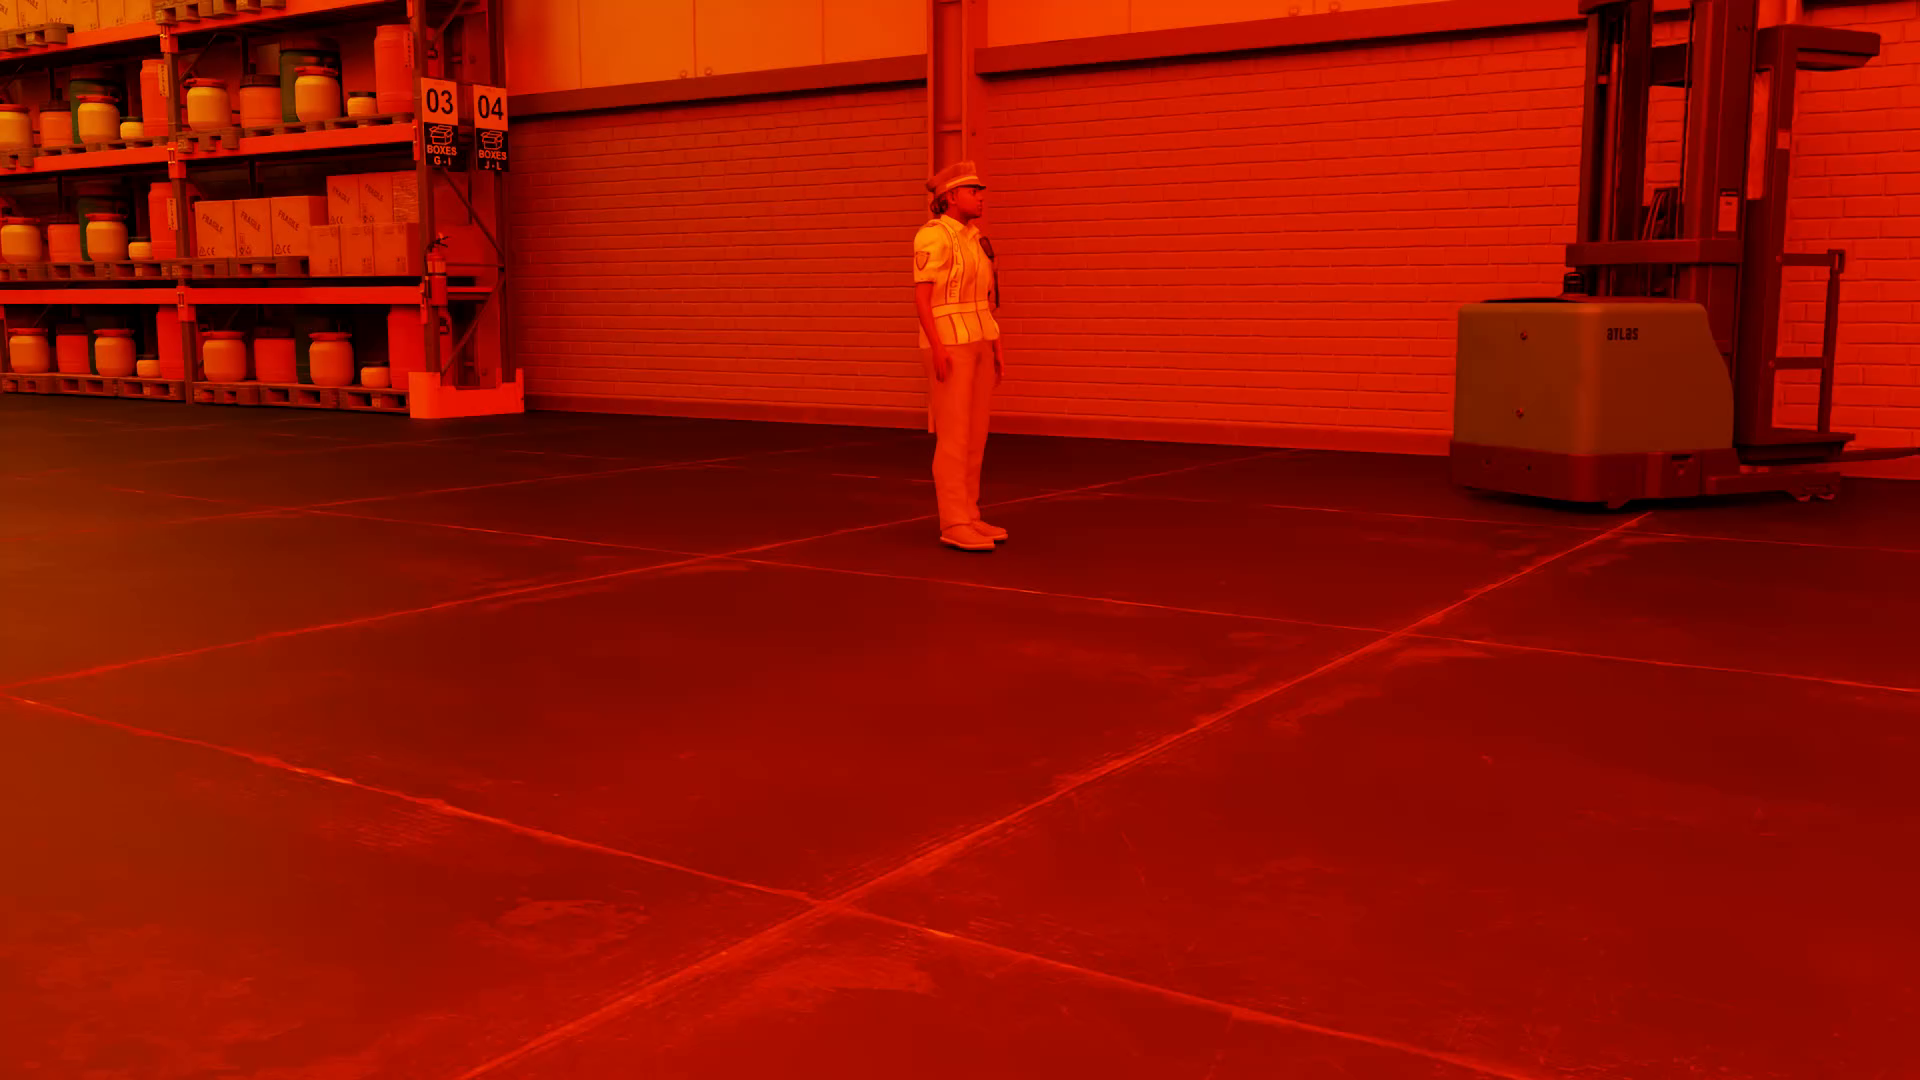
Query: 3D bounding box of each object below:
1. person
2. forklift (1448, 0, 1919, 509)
[{"bbox_3d":[0.051,-0.838,7.425,0.528,1.695,0.569,5,10,34],"label":"person"},{"bbox_3d":[4.290,-1.723,9.309,3.031,2.935,1.130,-4,9,-25],"label":"forklift"}]
